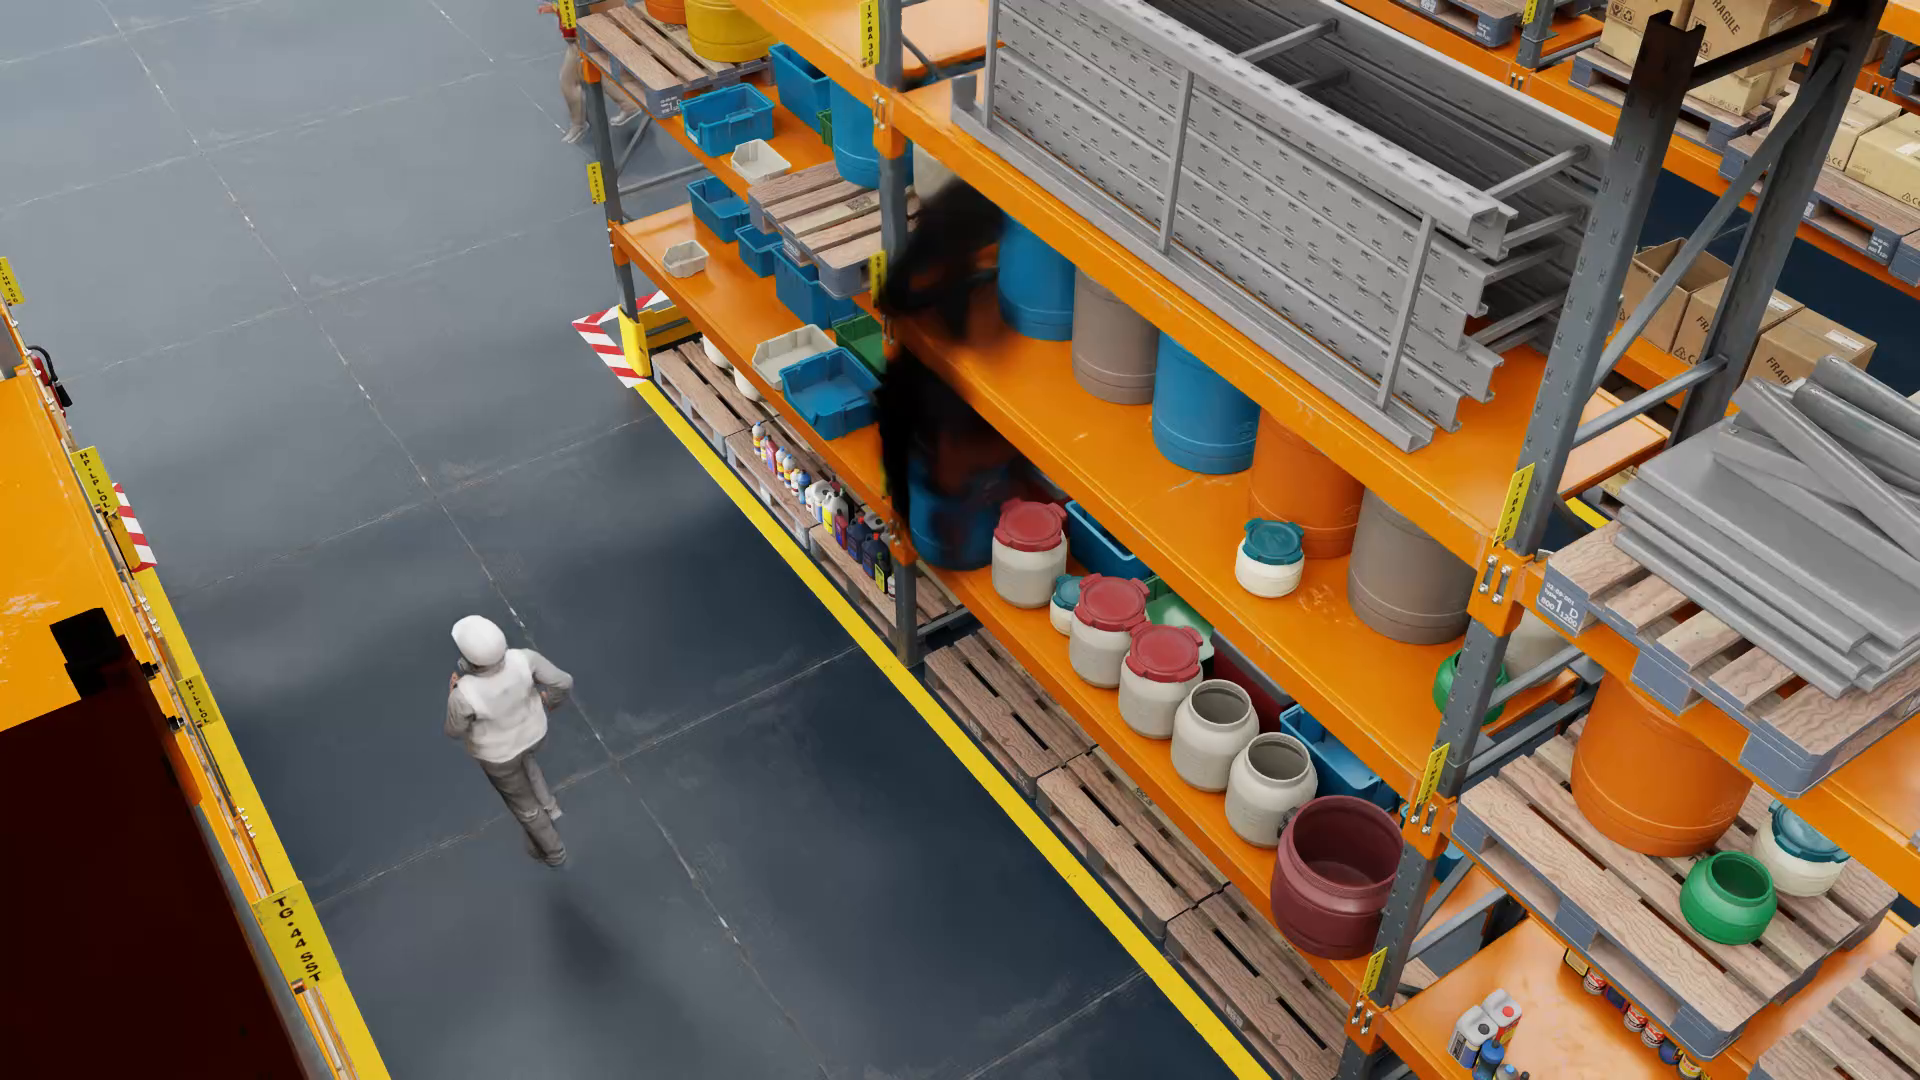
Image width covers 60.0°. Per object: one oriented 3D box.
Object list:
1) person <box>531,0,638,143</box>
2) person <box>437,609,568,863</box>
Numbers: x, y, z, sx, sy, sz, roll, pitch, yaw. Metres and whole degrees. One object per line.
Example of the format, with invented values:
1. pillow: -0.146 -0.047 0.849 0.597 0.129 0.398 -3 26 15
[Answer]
1. person: -3.513 -4.576 15.465 0.863 1.789 0.649 -4 43 -5
2. person: -2.467 1.024 8.952 0.707 1.854 0.628 29 50 28
